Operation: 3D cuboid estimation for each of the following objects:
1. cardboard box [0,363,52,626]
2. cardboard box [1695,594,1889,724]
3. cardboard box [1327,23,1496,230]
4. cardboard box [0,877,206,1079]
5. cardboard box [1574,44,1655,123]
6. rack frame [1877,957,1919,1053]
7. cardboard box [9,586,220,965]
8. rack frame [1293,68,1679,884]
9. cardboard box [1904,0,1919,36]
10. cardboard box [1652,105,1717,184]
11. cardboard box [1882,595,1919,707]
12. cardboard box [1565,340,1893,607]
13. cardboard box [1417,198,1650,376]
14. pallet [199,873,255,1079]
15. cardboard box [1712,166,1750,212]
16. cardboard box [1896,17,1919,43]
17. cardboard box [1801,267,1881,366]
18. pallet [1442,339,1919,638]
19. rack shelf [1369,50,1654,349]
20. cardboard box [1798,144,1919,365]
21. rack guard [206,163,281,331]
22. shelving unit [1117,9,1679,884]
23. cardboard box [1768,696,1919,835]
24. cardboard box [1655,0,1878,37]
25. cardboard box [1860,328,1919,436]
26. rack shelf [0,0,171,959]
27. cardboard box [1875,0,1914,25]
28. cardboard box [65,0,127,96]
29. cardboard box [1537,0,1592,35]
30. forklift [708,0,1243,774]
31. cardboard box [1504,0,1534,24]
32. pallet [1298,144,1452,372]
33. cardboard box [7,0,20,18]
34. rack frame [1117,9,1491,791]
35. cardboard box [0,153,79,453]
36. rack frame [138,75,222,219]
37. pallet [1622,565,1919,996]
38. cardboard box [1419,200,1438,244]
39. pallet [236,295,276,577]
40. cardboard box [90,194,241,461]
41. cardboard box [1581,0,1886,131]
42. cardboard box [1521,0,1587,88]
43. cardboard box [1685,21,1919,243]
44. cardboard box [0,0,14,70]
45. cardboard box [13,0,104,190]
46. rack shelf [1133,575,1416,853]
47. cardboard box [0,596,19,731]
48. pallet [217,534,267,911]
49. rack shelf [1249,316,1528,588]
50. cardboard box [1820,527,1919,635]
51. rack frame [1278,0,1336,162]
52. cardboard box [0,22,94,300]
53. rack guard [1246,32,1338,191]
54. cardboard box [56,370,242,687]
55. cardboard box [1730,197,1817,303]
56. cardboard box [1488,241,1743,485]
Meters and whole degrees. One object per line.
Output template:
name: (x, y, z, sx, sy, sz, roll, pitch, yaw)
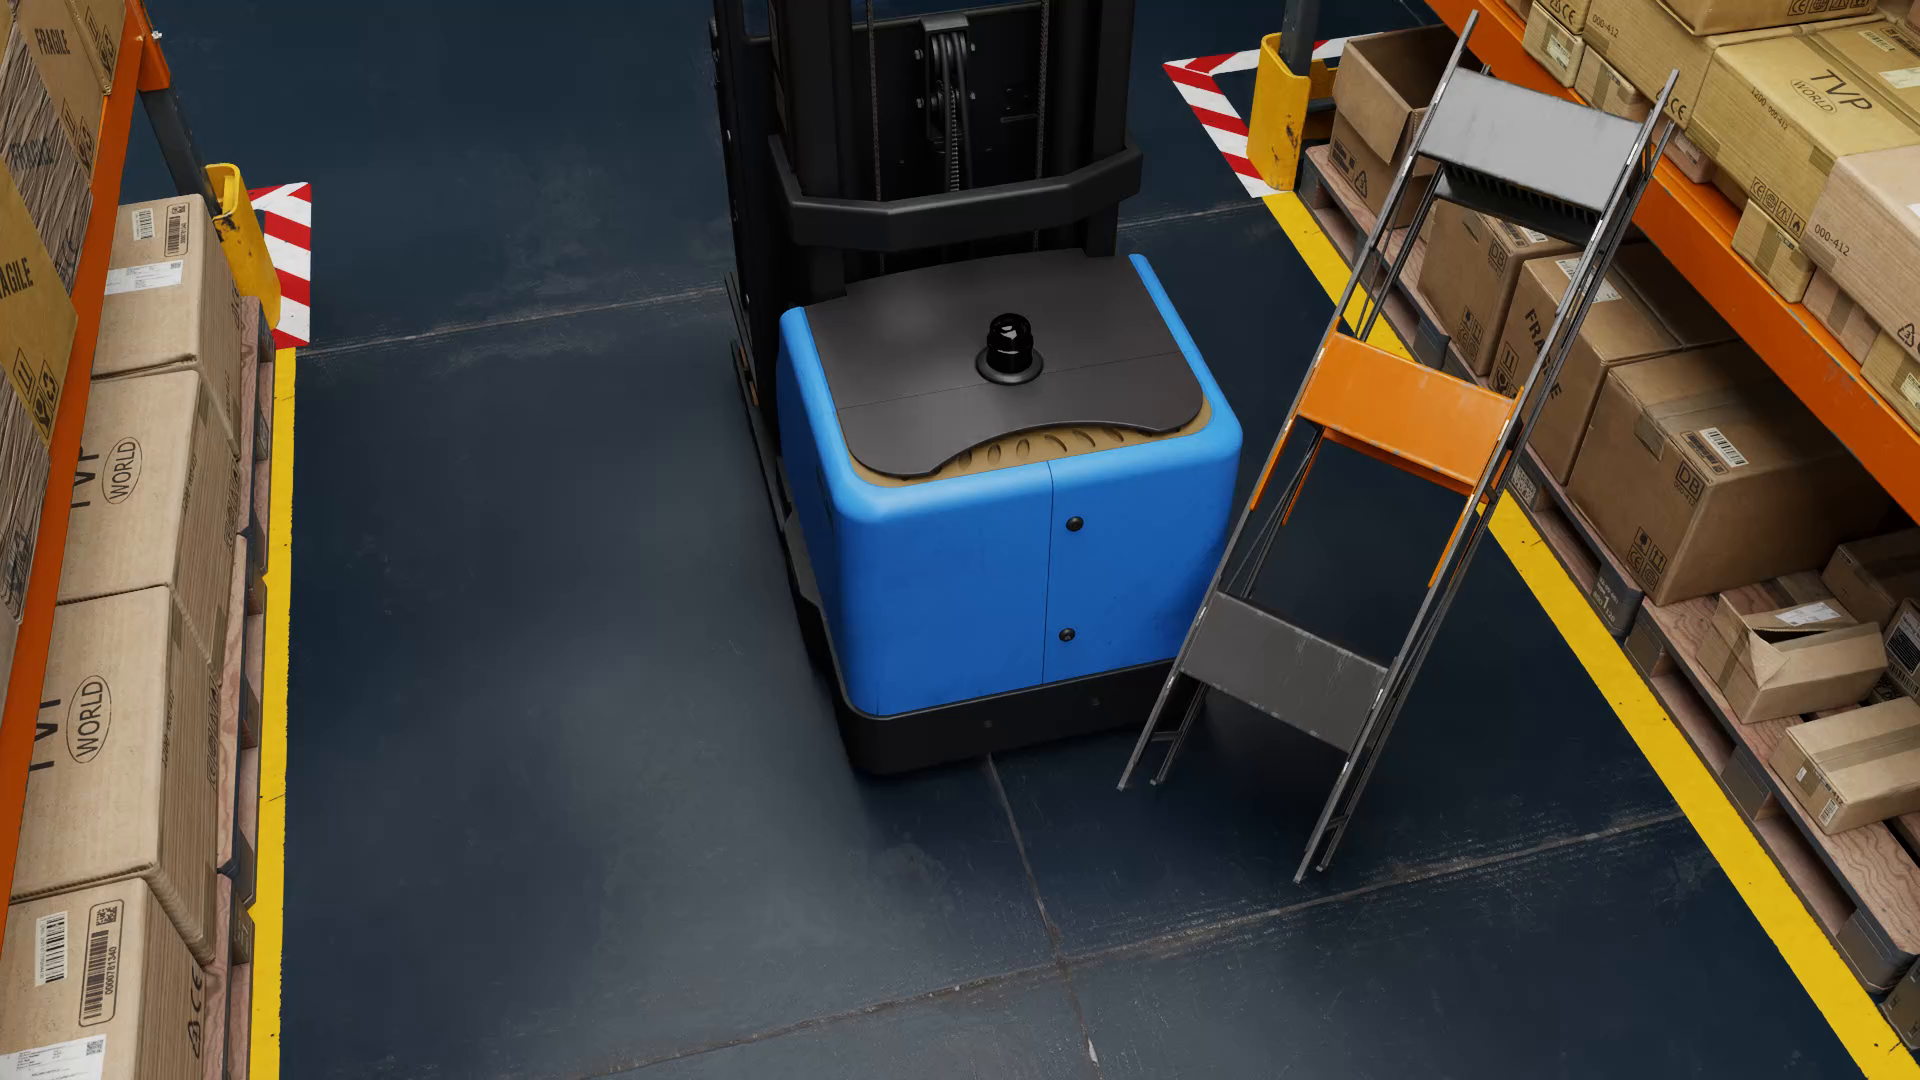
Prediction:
cardboard box: (-2.142, -0.131, 3.208, 0.500, 0.500, 0.500, -10, 47, -10)
cardboard box: (2.250, 0.291, 4.485, 0.396, 0.266, 0.258, -9, 46, -9)
cardboard box: (1.809, -1.537, 6.110, 0.797, 0.503, 0.637, -12, 47, -12)
cardboard box: (-2.086, 1.265, 3.410, 0.875, 0.438, 0.875, -11, 47, -11)
cardboard box: (1.932, -1.261, 4.562, 0.380, 0.149, 0.250, -10, 46, -9)
rack frame: (2.768, 0.059, 3.092, 1.000, 3.000, 0.127, -11, 47, -10)
cardboard box: (-2.316, 0.647, 4.015, 0.875, 0.438, 0.875, -12, 47, -11)
rack frame: (1.307, -0.114, 4.109, 0.015, 0.400, 2.100, 26, 95, 22)
cardboard box: (2.644, -1.332, 3.827, 0.500, 0.500, 0.500, -12, 47, -11)
cardboard box: (2.065, -1.096, 4.400, 0.380, 0.149, 0.250, -11, 47, -10)
cardboard box: (2.828, 0.353, 4.392, 0.500, 0.311, 0.500, -9, 46, -9)
cardboard box: (2.256, -0.222, 4.823, 0.700, 0.500, 0.500, -12, 47, -12)
cardboard box: (1.990, -0.938, 5.525, 0.700, 0.500, 0.500, -9, 46, -9)
pallet: (-2.148, 1.405, 3.725, 1.003, 0.211, 1.213, -11, 47, -10)
cardboard box: (2.173, -0.934, 4.241, 0.380, 0.149, 0.250, -10, 46, -10)
cardboard box: (2.637, -1.086, 4.111, 0.500, 0.250, 0.500, -10, 46, -9)
cardboard box: (2.224, -0.564, 3.879, 0.380, 0.149, 0.250, -10, 46, -9)
pallet: (2.277, -0.284, 5.380, 1.003, 0.211, 1.213, -11, 47, -10)
rack shelf: (1.381, -0.838, 4.151, 0.480, 0.431, 0.518, 26, 95, 22)
cardboard box: (2.259, -0.643, 3.677, 0.500, 0.250, 0.500, -11, 47, -10)
rack guard: (-3.059, -0.935, 5.816, 1.175, 0.500, 0.348, -11, 47, -10)
shelving unit: (1.104, -0.212, 4.201, 0.503, 0.431, 2.100, 26, 95, 22)
cardboard box: (2.342, 0.578, 4.285, 0.380, 0.149, 0.250, -12, 47, -12)
cardboard box: (1.984, -1.619, 4.108, 0.500, 0.500, 0.500, -10, 46, -9)
cardboard box: (2.265, -0.378, 3.696, 0.380, 0.149, 0.250, -10, 46, -9)
rack shelf: (-2.541, -0.160, 3.811, 1.077, 0.370, 4.000, -11, 47, -10)
cardboard box: (2.505, -1.426, 4.444, 0.500, 0.250, 0.500, -11, 47, -10)
cardboard box: (-2.674, -1.543, 4.592, 0.500, 0.500, 0.500, -10, 47, -10)
cardboard box: (1.862, -1.695, 4.707, 0.500, 0.250, 0.500, -12, 47, -11)
forklift: (-0.159, -1.461, 4.630, 1.130, 2.935, 3.031, -11, 47, -10)
cardboard box: (1.853, -1.628, 4.921, 0.380, 0.149, 0.250, -10, 46, -10)
pallet: (1.969, -1.124, 6.204, 1.003, 0.211, 1.213, -11, 47, -10)
cardboard box: (-2.537, -1.533, 3.882, 0.500, 0.500, 0.500, -11, 47, -10)
rack frame: (0.900, -0.310, 4.293, 0.015, 0.400, 2.100, 26, 95, 22)
cardboard box: (-2.274, -0.487, 3.557, 0.500, 0.500, 0.500, -9, 46, -9)
rack frame: (-3.053, -1.793, 4.907, 1.000, 3.000, 0.127, -11, 47, -10)
pallet: (2.593, 0.560, 4.553, 1.003, 0.211, 1.213, -11, 47, -10)
cardboard box: (1.880, -1.112, 5.942, 0.380, 0.149, 0.250, -12, 47, -12)
pallet: (-2.773, -0.279, 5.376, 1.003, 0.211, 1.213, -11, 47, -10)
cardboard box: (-2.788, -0.606, 5.243, 0.875, 0.438, 0.875, -12, 47, -12)
cardboard box: (2.014, -1.346, 4.365, 0.500, 0.250, 0.500, -12, 47, -11)
cardboard box: (1.845, -1.440, 4.736, 0.380, 0.149, 0.250, -12, 47, -11)
cardboard box: (2.145, -0.990, 4.017, 0.500, 0.250, 0.500, -11, 47, -11)
cardboard box: (-2.414, -1.191, 3.547, 0.500, 0.500, 0.500, -11, 47, -11)
cardboard box: (-2.560, -1.194, 4.250, 0.500, 0.500, 0.500, -12, 47, -11)
rack shelf: (0.815, 0.438, 4.254, 0.480, 0.431, 0.518, 26, 95, 22)
cardboard box: (-2.021, 0.214, 2.870, 0.500, 0.500, 0.500, -10, 47, -10)
pallet: (-2.464, 0.562, 4.552, 1.003, 0.211, 1.213, -11, 47, -10)
rack shelf: (1.098, -0.200, 4.202, 0.480, 0.431, 0.518, 26, 95, 22)
cardboard box: (2.716, 0.111, 4.743, 0.380, 0.149, 0.250, -11, 47, -11)
rack frame: (1.744, -2.703, 5.799, 1.000, 3.000, 0.127, -11, 47, -10)
cardboard box: (-2.419, -0.841, 3.904, 0.500, 0.500, 0.500, -9, 46, -9)
rack guard: (1.764, -1.776, 6.640, 1.175, 0.500, 0.348, -11, 47, -10)
cardboard box: (-2.545, 0.025, 4.626, 0.875, 0.438, 0.875, -10, 46, -9)
cardboard box: (2.131, -0.736, 4.047, 0.380, 0.149, 0.250, -11, 47, -11)
cardboard box: (2.029, -0.555, 5.150, 0.500, 0.500, 0.500, -10, 46, -10)
